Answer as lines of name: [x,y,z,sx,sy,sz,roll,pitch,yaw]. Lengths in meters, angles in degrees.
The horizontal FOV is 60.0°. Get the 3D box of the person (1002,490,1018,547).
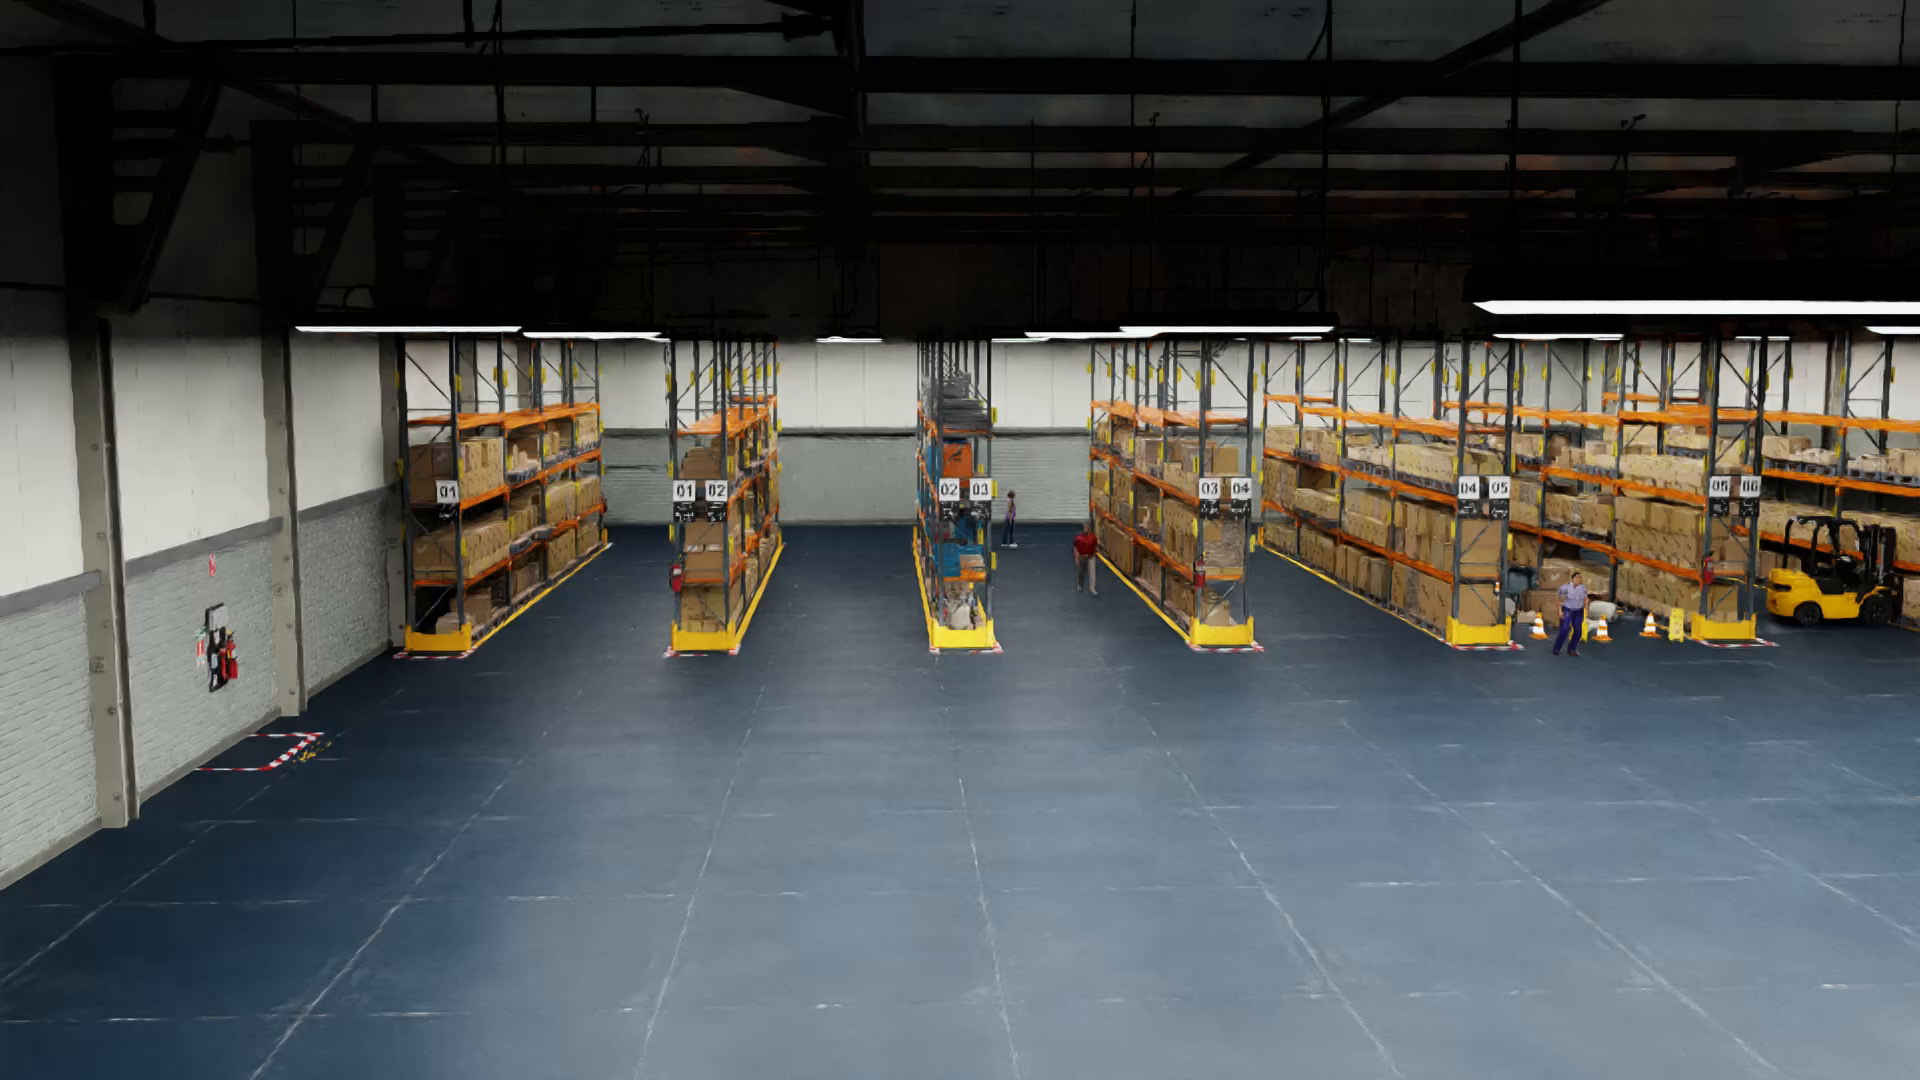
person: [1.414,-0.606,46.956,0.442,1.596,0.516,0,7,3]

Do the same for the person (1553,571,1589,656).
person: [11.229,1.345,30.555,0.625,1.596,0.510,-1,7,-5]

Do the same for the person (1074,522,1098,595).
person: [2.872,0.405,38.084,0.542,1.645,1.126,0,7,-1]
